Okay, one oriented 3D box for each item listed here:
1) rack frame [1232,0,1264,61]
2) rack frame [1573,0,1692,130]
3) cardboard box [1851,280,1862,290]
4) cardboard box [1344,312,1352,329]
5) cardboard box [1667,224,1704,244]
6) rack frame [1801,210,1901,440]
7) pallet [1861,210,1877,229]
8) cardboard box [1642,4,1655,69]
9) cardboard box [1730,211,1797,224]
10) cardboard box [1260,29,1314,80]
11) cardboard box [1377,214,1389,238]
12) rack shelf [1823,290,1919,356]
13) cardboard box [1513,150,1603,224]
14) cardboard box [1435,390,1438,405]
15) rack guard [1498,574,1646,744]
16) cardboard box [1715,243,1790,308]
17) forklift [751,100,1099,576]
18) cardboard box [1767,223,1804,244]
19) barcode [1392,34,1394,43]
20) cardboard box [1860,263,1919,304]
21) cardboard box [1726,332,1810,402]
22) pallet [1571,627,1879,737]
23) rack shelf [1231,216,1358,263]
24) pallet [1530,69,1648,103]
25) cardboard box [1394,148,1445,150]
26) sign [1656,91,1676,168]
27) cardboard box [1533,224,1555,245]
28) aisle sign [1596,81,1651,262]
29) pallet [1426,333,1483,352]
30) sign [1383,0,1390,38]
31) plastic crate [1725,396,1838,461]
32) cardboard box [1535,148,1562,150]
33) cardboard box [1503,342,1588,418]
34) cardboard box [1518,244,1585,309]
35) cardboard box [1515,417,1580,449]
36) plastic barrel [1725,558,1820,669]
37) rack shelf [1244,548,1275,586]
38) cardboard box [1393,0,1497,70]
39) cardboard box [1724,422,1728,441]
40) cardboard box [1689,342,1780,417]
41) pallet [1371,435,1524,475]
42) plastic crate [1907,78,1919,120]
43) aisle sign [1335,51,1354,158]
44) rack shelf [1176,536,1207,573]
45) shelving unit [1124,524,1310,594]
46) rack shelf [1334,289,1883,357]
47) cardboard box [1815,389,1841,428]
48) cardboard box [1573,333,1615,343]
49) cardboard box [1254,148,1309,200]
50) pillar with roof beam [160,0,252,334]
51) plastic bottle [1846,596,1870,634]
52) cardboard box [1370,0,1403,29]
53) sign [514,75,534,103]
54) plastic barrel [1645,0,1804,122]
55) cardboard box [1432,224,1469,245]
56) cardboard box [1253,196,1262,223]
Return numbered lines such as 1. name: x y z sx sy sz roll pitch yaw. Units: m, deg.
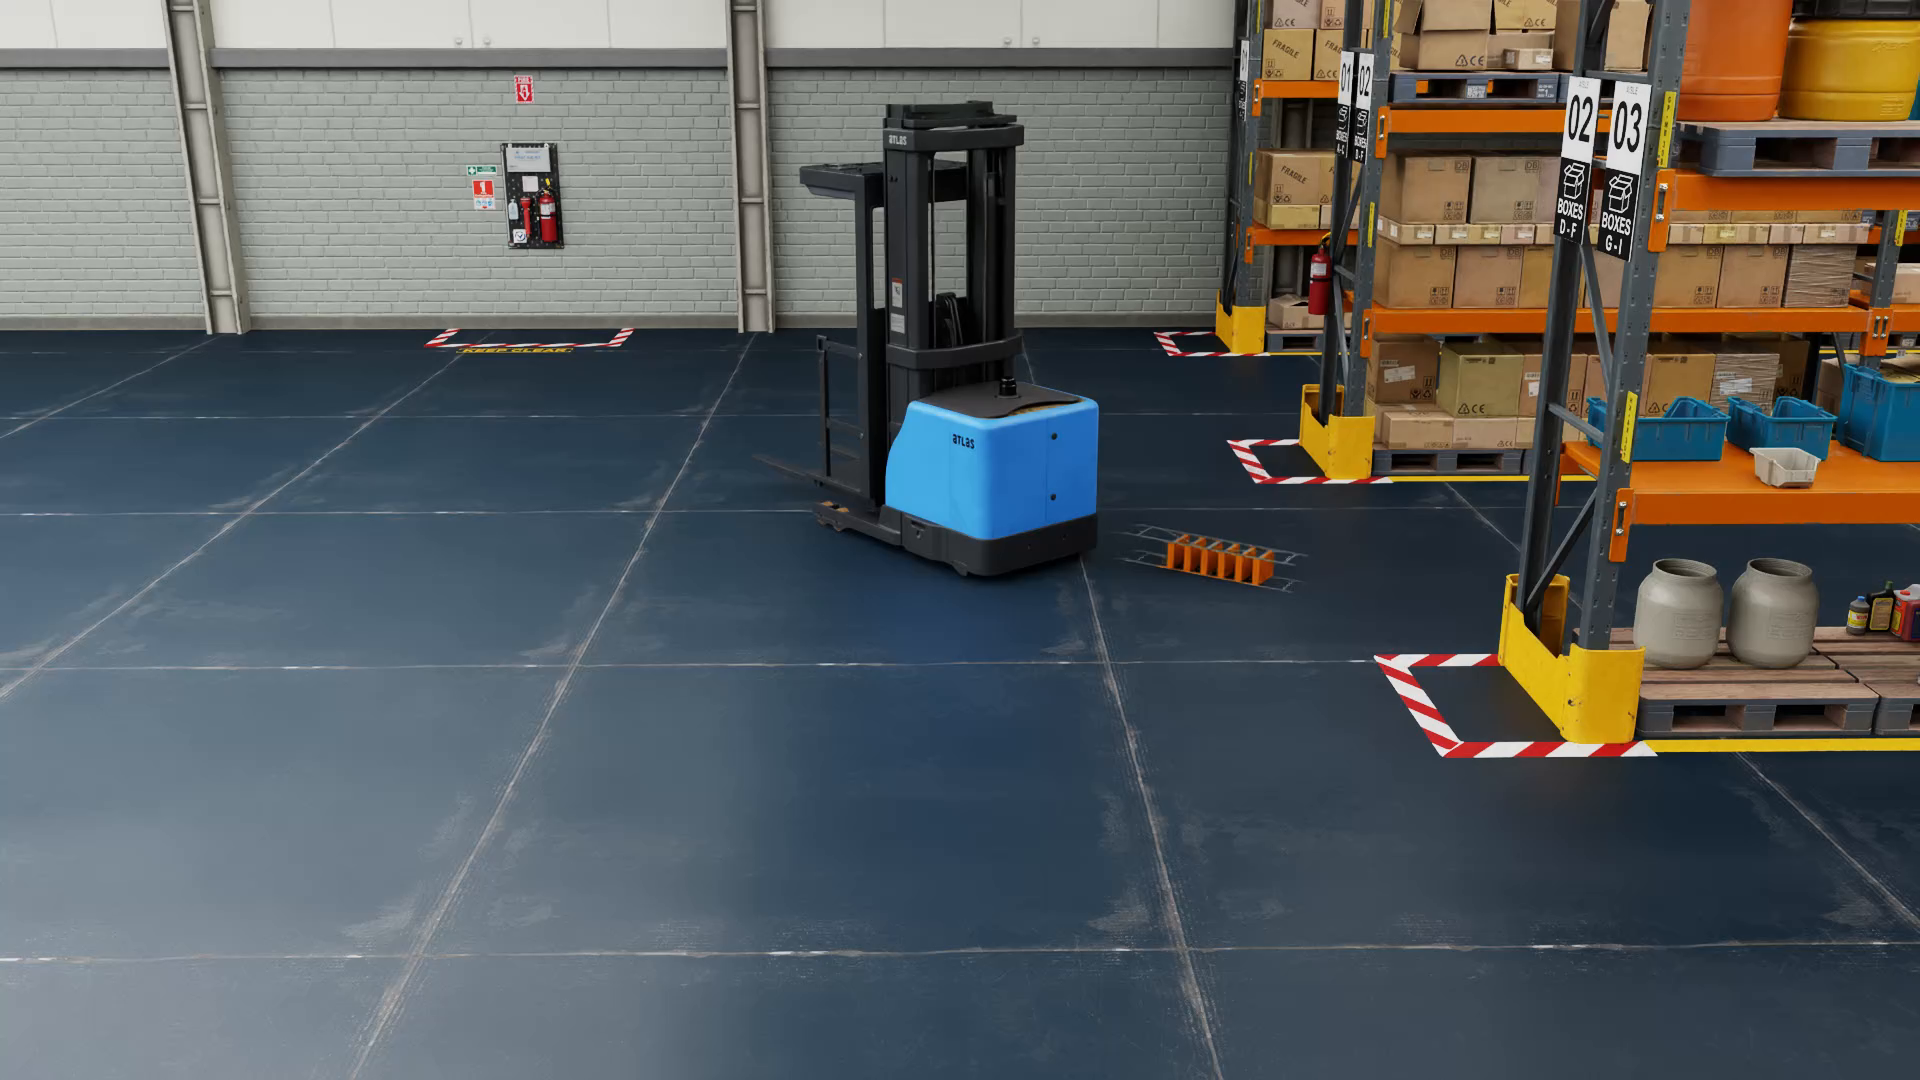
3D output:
1. rack frame: 2.992 -6.450 16.924 0.127 3.000 1.000 0 18 -1
2. rack frame: 3.149 -3.425 7.491 0.127 3.000 1.000 0 18 -1
3. cardboard box: 9.755 -2.665 18.317 0.500 0.500 0.700 0 18 -1
4. cardboard box: 4.255 -2.502 18.117 0.500 0.311 0.500 1 18 4
5. cardboard box: 5.536 -2.384 12.844 0.250 0.149 0.380 0 18 1
6. rack frame: 7.074 -2.100 13.184 0.127 3.000 1.000 0 18 -1
7. pallet: 9.013 -3.519 17.921 1.213 0.211 1.003 0 18 -1
8. cardboard box: 5.425 -3.875 12.720 0.637 0.503 0.797 2 18 5
9. cardboard box: 6.125 -2.759 12.949 0.500 0.500 0.700 0 18 -1
10. cardboard box: 3.331 -5.005 17.131 0.500 0.500 0.500 0 18 1
11. cardboard box: 3.453 -2.497 13.197 0.250 0.149 0.380 -1 18 -2
12. rack shelf: 9.073 -1.767 13.324 4.000 0.370 1.077 0 18 -1
13. cardboard box: 4.624 -2.752 12.927 0.500 0.500 0.700 0 18 -1
14. cardboard box: 4.105 -1.071 13.788 0.500 0.250 0.500 0 18 -1
15. rack guard: 3.224 0.607 8.835 0.348 0.500 1.175 0 18 -1
16. cardboard box: 6.103 -2.139 13.142 0.500 0.500 0.700 0 18 -1
17. forklift: -0.397 -1.543 11.560 1.130 2.935 3.031 -14 23 -37
18. cardboard box: 6.296 -2.387 12.853 0.250 0.149 0.380 -1 18 -2
19. barcode: 3.368 -3.934 13.041 0.075 0.075 0.001 0 18 -1
20. cardboard box: 7.565 -2.045 13.256 0.500 0.250 0.500 1 18 3
21. cardboard box: 6.605 -1.441 13.716 0.500 0.500 0.500 0 18 -1
22. pallet: 4.036 0.743 8.887 1.213 0.211 1.003 0 18 -1
23. rack shelf: 4.992 -3.261 17.980 4.000 0.370 1.077 0 18 -1
24. pallet: 5.004 -3.469 12.686 1.213 0.211 1.003 0 18 -1
25. cardboard box: 4.984 -3.962 17.972 0.500 0.500 0.500 0 18 0
26. sign: 3.153 -1.833 7.424 0.005 0.325 0.100 0 18 -1
27. cardboard box: 4.502 -2.379 12.827 0.250 0.149 0.380 -1 18 -3
28. aisle sign: 3.081 -1.716 7.731 0.004 0.787 0.394 0 18 -1
29. pallet: 5.098 -2.265 18.261 1.213 0.211 1.003 0 18 -1
30. sign: 3.077 -3.794 11.991 0.005 0.325 0.100 0 18 -1
31. plastic crate: 4.294 -0.592 8.727 0.408 0.251 0.499 0 18 -1
32. cardboard box: 6.518 -3.970 17.997 0.500 0.500 0.500 -1 18 -2
33. cardboard box: 4.613 -1.273 13.190 0.500 0.500 0.500 0 18 -1
34. cardboard box: 4.563 -2.132 13.118 0.500 0.500 0.700 0 18 0
35. cardboard box: 4.614 -0.912 13.294 0.500 0.250 0.500 0 18 -1
36. plastic barrel: 4.307 0.388 8.814 0.421 0.512 0.421 0 18 0
37. rack shelf: 1.931 0.171 10.700 0.103 0.180 0.258 12 21 31
38. cardboard box: 3.649 -3.827 12.569 0.637 0.503 0.797 1 18 3
39. cardboard box: 6.113 -0.923 13.327 0.500 0.250 0.500 0 18 -1
40. cardboard box: 6.113 -1.280 13.214 0.500 0.500 0.500 0 18 -1
41. pallet: 3.838 -0.770 13.601 1.213 0.211 1.003 0 18 -1
42. plastic crate: 5.051 -2.090 8.267 0.575 0.384 0.392 0 18 -1
43. aisle sign: 3.004 -3.408 13.005 0.004 0.787 0.394 0 18 -1
44. rack shelf: 1.527 0.089 10.947 0.103 0.180 0.258 12 21 31
45. shelving unit: 1.666 0.117 10.863 1.200 0.189 0.258 12 21 31
46. rack shelf: 5.074 -1.748 13.264 4.000 0.370 1.077 0 18 -1
47. cardboard box: 7.484 -1.081 13.822 0.500 0.250 0.500 0 18 -1
48. cardboard box: 5.105 -1.433 13.692 0.500 0.500 0.500 0 18 -1
49. cardboard box: 3.460 -3.956 17.955 0.500 0.500 0.500 0 18 -1
50. pillar with roof beam: -8.252 -5.345 13.479 0.400 9.000 9.100 0 18 -1
51. plastic bottle: 4.978 0.412 9.213 0.097 0.201 0.097 0 18 0
52. cardboard box: 4.396 -5.476 16.963 0.500 0.500 0.500 0 18 1
53. sign: -4.802 -4.966 18.324 0.199 0.298 0.001 0 18 -1
54. plastic barrel: 3.632 -2.442 7.948 0.708 0.830 0.600 0 18 -1
55. cardboard box: 3.734 -2.376 12.817 0.250 0.149 0.380 -1 18 -2
56. cardboard box: 3.457 -3.593 18.052 0.500 0.250 0.500 0 18 0
